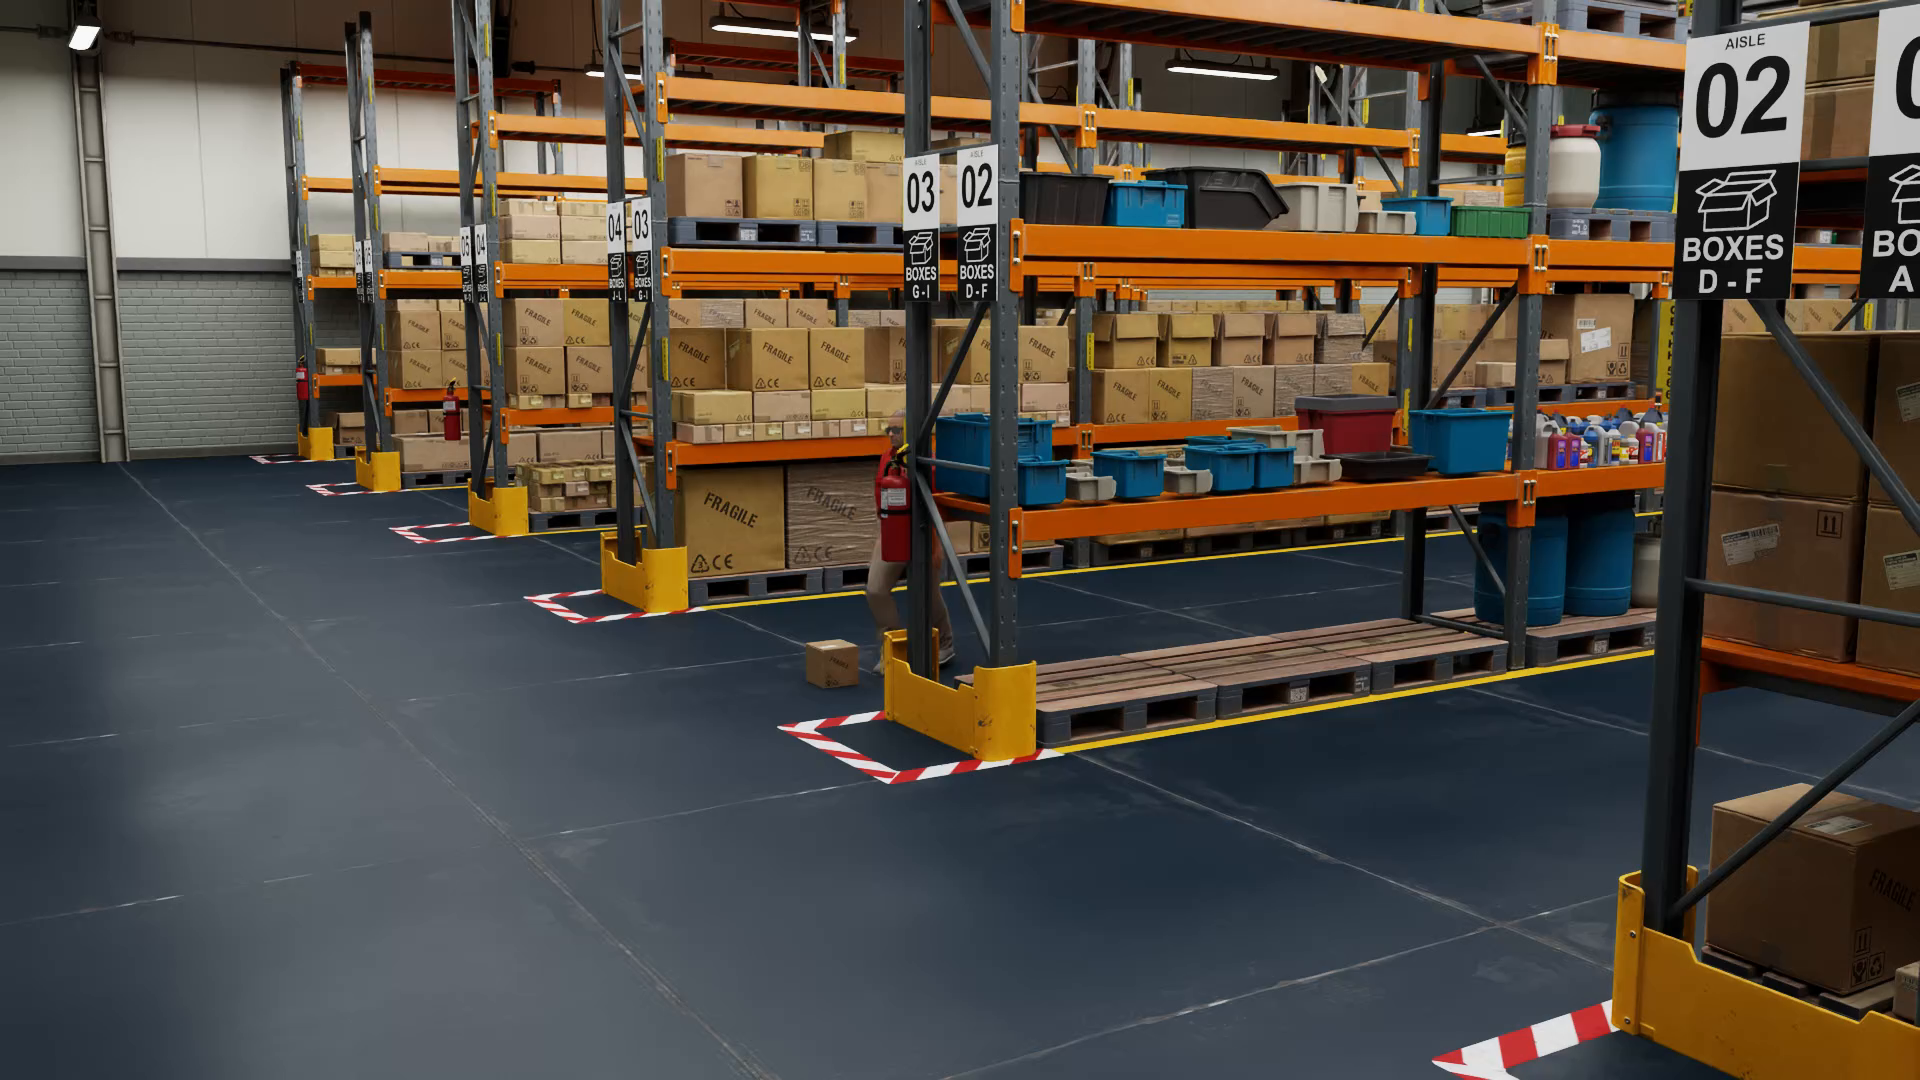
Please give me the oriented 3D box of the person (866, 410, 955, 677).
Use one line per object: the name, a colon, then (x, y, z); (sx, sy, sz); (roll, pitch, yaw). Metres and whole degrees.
person: (-0.336, 0.007, 10.887); (0.538, 1.719, 0.667); (6, 10, 38)
